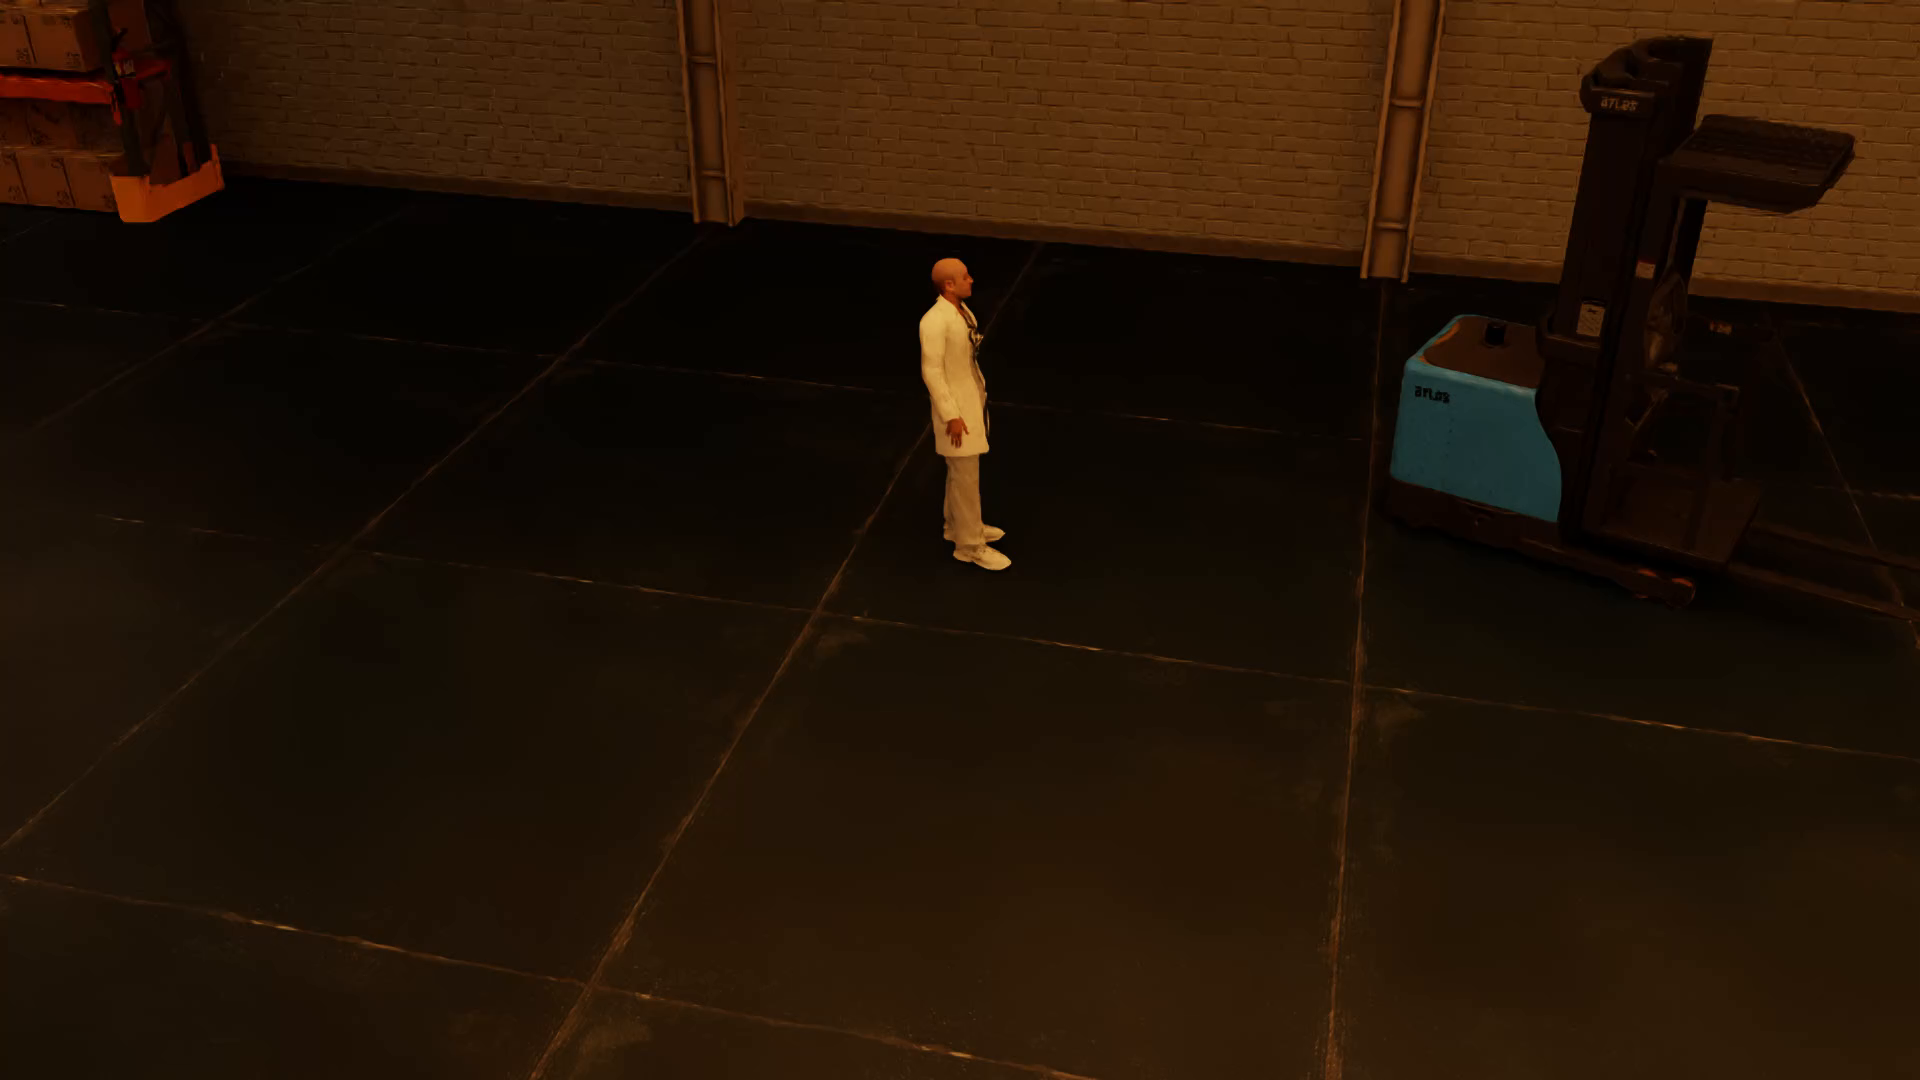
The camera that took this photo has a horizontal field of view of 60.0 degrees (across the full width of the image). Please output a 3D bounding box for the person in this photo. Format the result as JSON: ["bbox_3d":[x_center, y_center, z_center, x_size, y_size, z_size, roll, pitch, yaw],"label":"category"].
[{"bbox_3d":[0.087,-0.767,9.679,0.579,1.776,0.694,7,30,12],"label":"person"}]

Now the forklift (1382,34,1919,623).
[{"bbox_3d":[4.134,-1.190,9.270,3.031,2.935,1.130,18,34,29],"label":"forklift"}]
